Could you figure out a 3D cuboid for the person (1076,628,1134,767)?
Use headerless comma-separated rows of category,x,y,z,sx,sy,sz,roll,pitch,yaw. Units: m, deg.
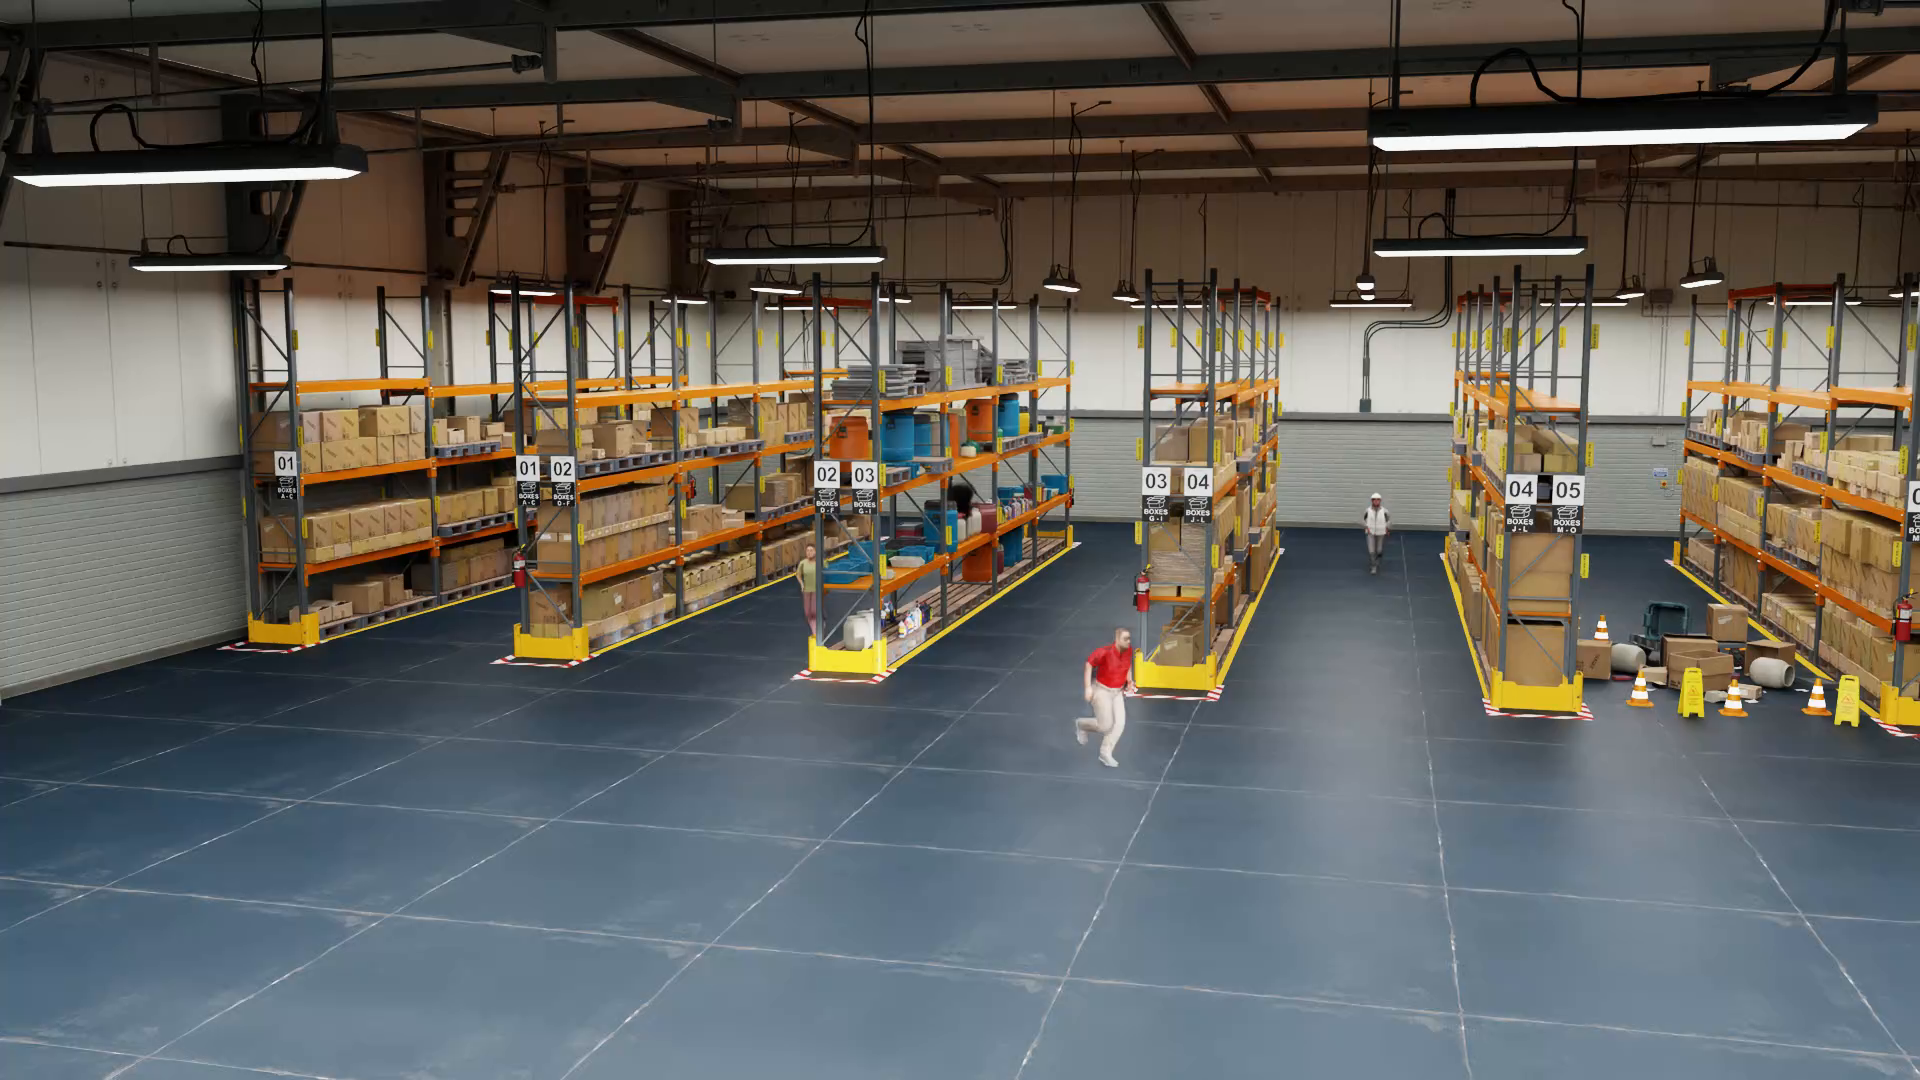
person,1.723,1.841,19.806,0.661,1.672,0.810,-6,9,-43

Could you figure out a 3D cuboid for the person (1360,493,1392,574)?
person,8.960,-0.141,35.856,0.661,1.731,0.584,2,7,14

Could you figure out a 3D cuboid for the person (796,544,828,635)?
person,-2.466,0.866,27.804,0.561,1.624,0.621,1,7,11
